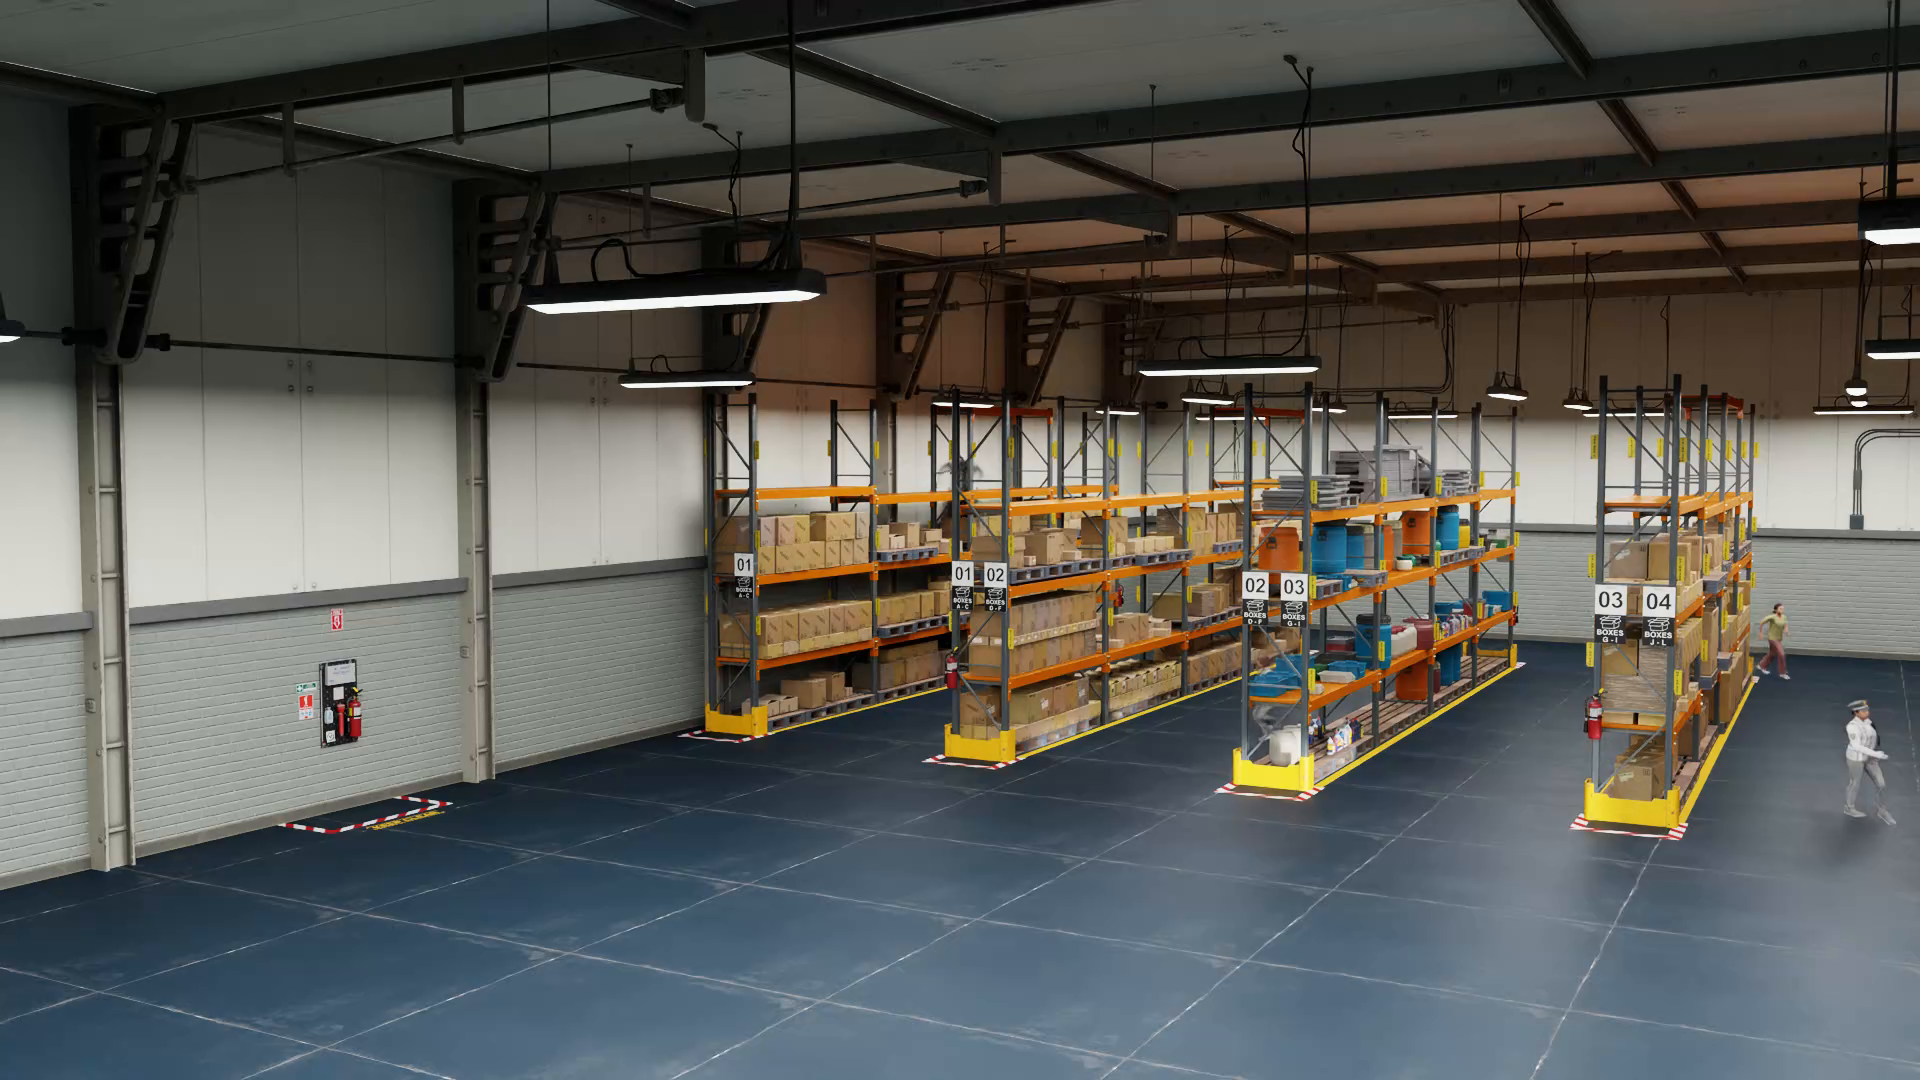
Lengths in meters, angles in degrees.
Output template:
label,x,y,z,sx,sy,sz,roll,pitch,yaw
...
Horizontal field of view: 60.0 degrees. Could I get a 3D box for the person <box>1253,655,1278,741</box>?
label,x,y,z,sx,sy,sz,roll,pitch,yaw
person,5.302,2.721,28.678,0.515,1.512,0.630,-1,3,-21

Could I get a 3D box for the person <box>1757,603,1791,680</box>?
label,x,y,z,sx,sy,sz,roll,pitch,yaw
person,17.887,2.210,36.600,0.563,1.673,0.880,-2,3,-28

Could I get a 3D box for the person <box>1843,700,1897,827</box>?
label,x,y,z,sx,sy,sz,roll,pitch,yaw
person,12.099,2.957,22.262,0.595,1.683,0.689,-1,3,-18

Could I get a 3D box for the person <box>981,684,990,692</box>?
label,x,y,z,sx,sy,sz,roll,pitch,yaw
person,0.685,2.425,32.406,0.695,1.583,1.122,2,4,38
